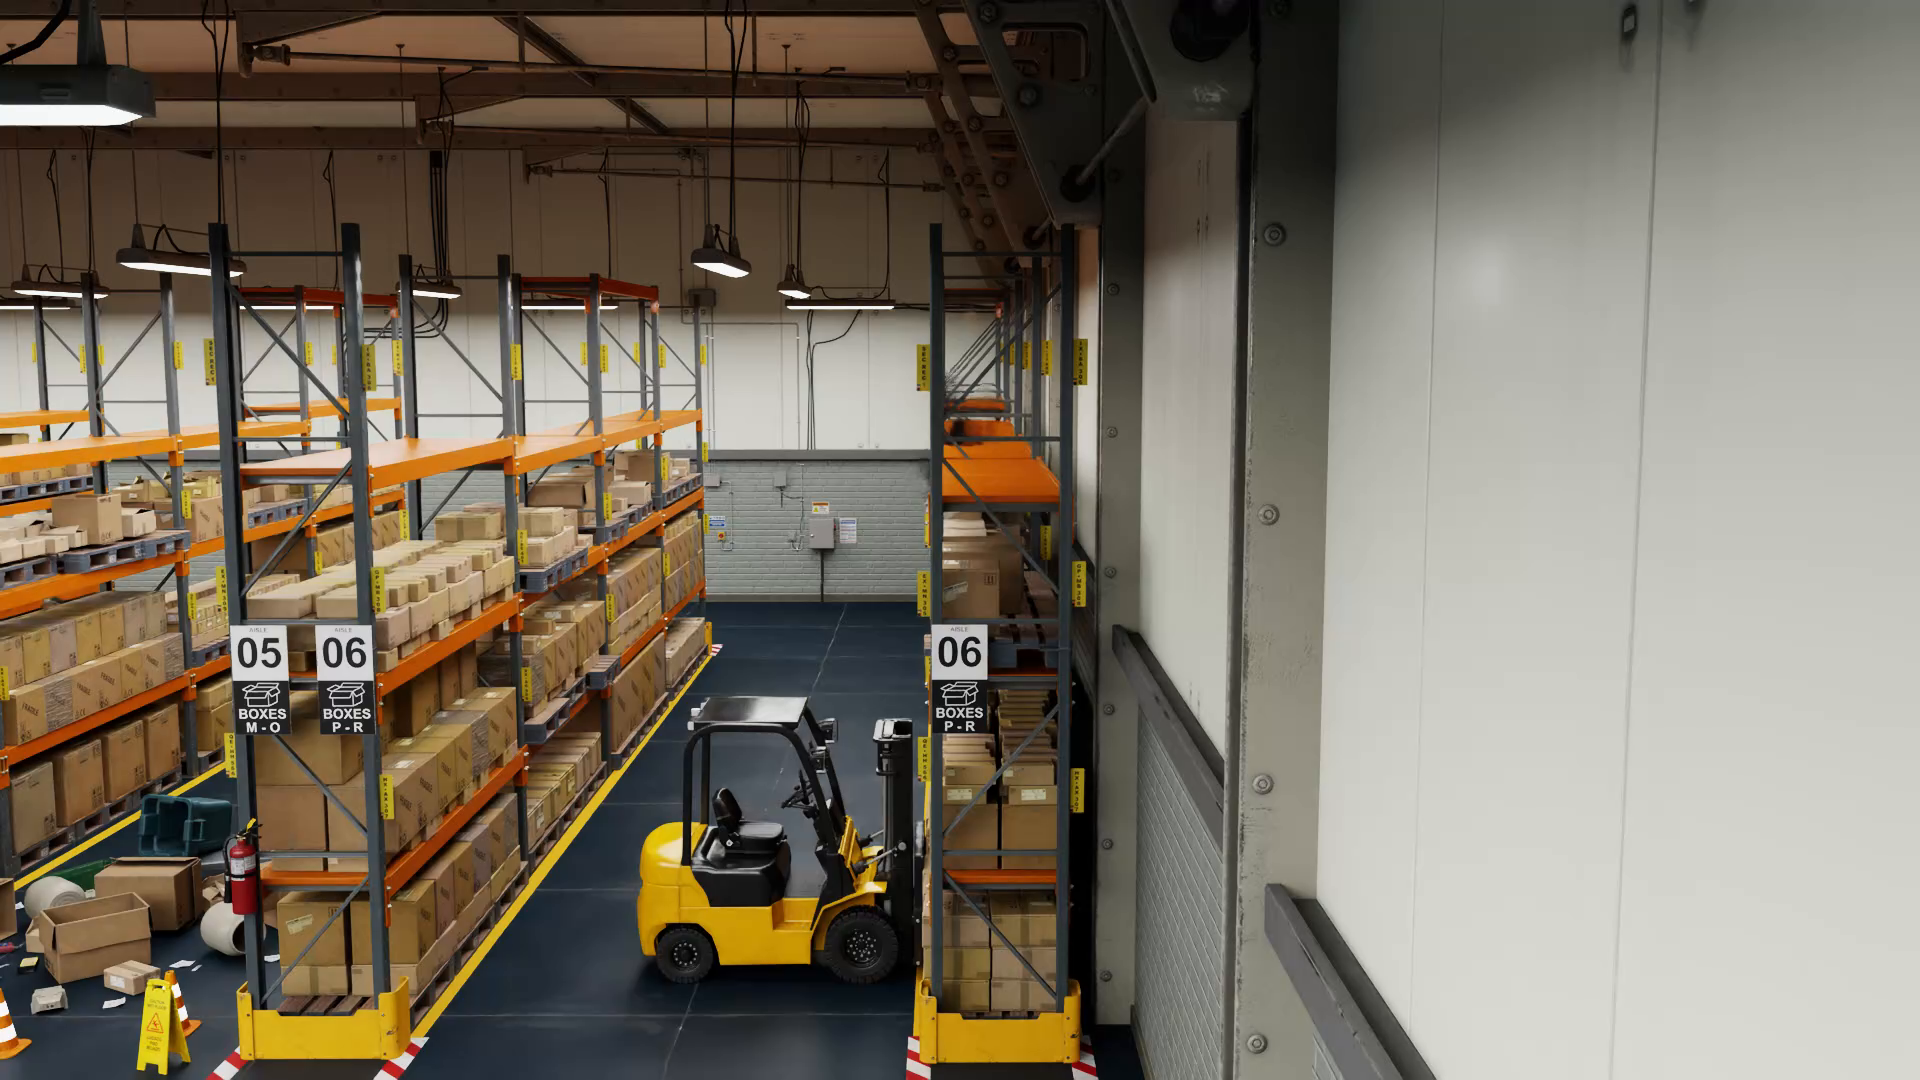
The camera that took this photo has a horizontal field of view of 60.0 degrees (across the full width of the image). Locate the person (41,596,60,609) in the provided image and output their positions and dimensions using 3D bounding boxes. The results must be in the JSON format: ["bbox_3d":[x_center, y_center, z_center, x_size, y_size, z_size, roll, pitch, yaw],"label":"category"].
[{"bbox_3d":[-12.783,1.609,23.346,0.579,1.706,0.685,-1,7,-10],"label":"person"}]
